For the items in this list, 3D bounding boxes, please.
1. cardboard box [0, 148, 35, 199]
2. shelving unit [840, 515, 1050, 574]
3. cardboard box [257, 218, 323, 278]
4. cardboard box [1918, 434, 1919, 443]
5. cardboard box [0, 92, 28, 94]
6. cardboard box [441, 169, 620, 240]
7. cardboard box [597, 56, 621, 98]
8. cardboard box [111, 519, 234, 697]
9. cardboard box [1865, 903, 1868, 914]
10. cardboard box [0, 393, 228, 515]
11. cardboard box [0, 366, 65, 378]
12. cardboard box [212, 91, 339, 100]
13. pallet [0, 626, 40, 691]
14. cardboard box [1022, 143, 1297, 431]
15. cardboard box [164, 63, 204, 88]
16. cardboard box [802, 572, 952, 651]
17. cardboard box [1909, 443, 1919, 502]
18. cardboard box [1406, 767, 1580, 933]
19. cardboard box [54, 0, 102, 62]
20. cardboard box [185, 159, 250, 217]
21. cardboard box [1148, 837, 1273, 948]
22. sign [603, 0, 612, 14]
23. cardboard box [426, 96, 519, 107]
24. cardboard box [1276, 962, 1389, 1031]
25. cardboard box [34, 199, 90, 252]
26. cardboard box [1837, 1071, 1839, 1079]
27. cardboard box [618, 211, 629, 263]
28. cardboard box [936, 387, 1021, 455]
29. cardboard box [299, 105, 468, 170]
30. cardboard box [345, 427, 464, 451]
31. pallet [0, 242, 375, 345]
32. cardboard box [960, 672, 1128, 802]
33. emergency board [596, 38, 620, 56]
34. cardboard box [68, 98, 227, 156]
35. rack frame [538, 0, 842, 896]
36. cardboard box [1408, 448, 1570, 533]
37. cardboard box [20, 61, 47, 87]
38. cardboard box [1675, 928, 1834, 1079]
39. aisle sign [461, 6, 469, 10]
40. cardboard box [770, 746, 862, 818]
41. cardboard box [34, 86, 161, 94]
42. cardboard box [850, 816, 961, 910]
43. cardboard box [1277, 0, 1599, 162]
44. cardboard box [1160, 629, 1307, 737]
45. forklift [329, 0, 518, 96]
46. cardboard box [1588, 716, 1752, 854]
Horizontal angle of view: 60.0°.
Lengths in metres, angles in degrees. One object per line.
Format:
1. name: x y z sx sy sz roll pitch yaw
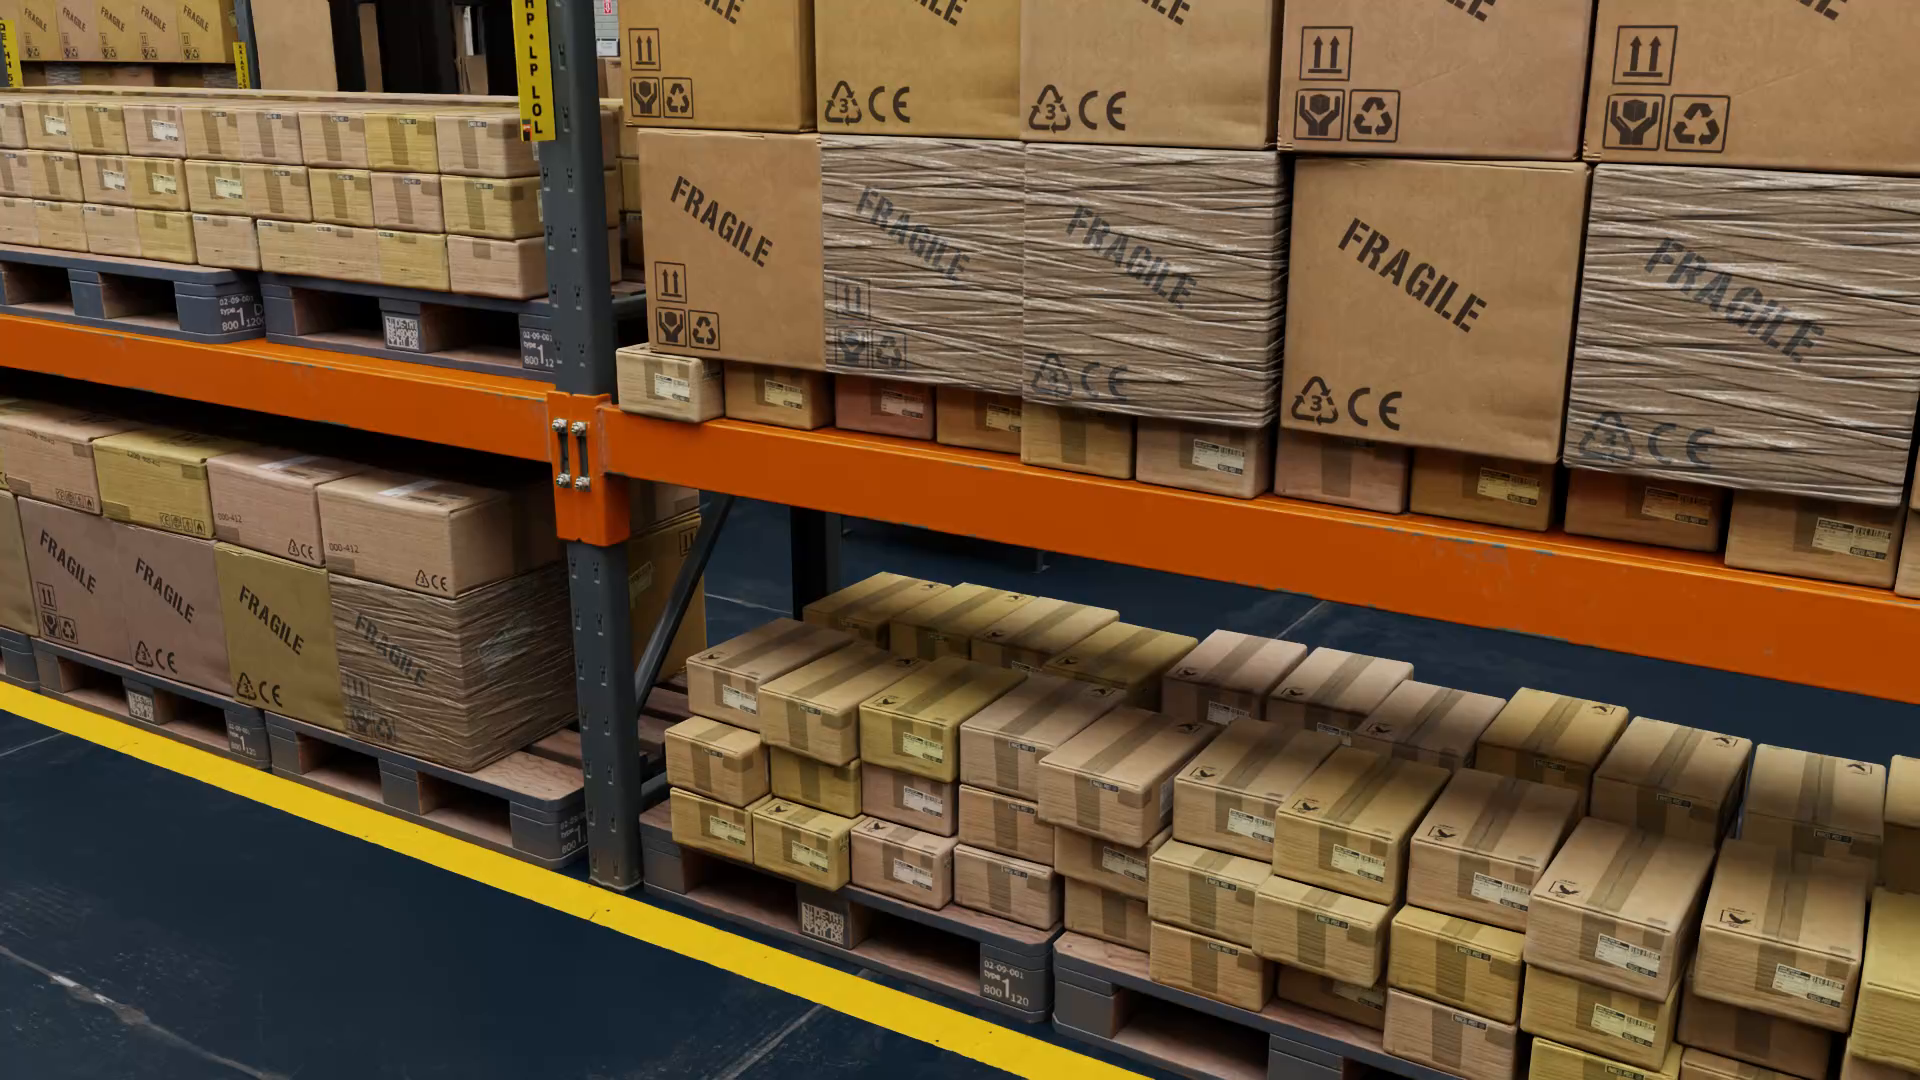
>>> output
1. cardboard box: -2.878 -1.194 5.347 0.250 0.149 0.380 10 20 30
2. shelving unit: 0.006 -0.537 7.214 1.048 1.125 0.538 10 20 30
3. cardboard box: -1.753 -0.850 4.729 0.250 0.149 0.380 9 19 27
4. cardboard box: 2.037 -0.436 2.971 0.500 0.500 0.500 10 20 30
5. cardboard box: -3.343 -1.419 5.578 0.250 0.149 0.380 10 20 30
6. cardboard box: -1.107 -0.877 4.305 0.250 0.149 0.380 11 20 32
7. cardboard box: -2.400 -2.845 10.691 0.500 0.500 0.700 14 22 38
8. cardboard box: -2.299 0.145 5.320 0.500 0.500 0.500 10 19 29
9. cardboard box: 1.811 0.707 3.564 0.250 0.149 0.380 11 20 32
10. cardboard box: -2.765 -0.294 5.476 0.500 0.250 0.500 10 20 30
11. cardboard box: -3.353 -0.575 6.402 0.500 0.250 0.500 10 19 29
12. cardboard box: -2.315 -1.458 5.706 0.250 0.149 0.380 11 20 33
13. pallet: -3.408 0.203 6.350 1.213 0.211 1.003 10 20 30
14. cardboard box: 0.461 -0.536 3.300 0.500 0.500 0.500 10 19 29
15. cardboard box: -5.558 -3.431 12.831 0.500 0.500 0.875 10 20 30
16. cardboard box: -0.225 0.226 4.636 0.250 0.149 0.380 11 20 32
17. cardboard box: 1.907 -0.132 3.088 0.250 0.149 0.380 11 20 33
18. cardboard box: 1.077 0.617 3.349 0.250 0.149 0.380 9 19 28
19. cardboard box: -6.604 -3.970 12.886 0.500 0.500 0.500 10 20 30
20. cardboard box: -1.998 -1.036 4.827 0.250 0.149 0.380 9 19 27
21. cardboard box: 0.599 0.701 3.584 0.250 0.149 0.380 10 20 30
22. sign: -6.535 -9.902 30.829 0.199 0.298 0.001 10 20 30
23. cardboard box: -1.429 -1.301 5.188 0.250 0.149 0.380 10 19 29
24. cardboard box: 0.868 0.864 3.558 0.250 0.149 0.380 11 20 32
25. cardboard box: -2.666 -1.012 5.262 0.250 0.149 0.380 10 20 31
26. cardboard box: 1.734 1.025 3.027 0.250 0.149 0.380 10 20 30
27. cardboard box: -0.999 -0.938 5.016 0.250 0.149 0.380 10 20 31
28. cardboard box: 0.148 -0.307 3.662 0.250 0.149 0.380 9 19 28
29. cardboard box: -1.557 -1.101 4.530 0.250 0.149 0.380 9 19 28
30. cardboard box: -1.611 -0.264 5.378 0.500 0.250 0.500 11 20 32
31. pallet: -2.365 -0.868 5.408 1.213 0.211 1.003 10 20 30
32. cardboard box: 0.200 0.457 3.875 0.250 0.149 0.380 10 19 29
33. emergency board: -6.581 -8.767 31.081 0.643 1.169 0.194 10 20 30
34. cardboard box: -2.449 -1.259 5.052 0.250 0.149 0.380 10 19 29
35. rack frame: -0.664 -0.642 4.335 0.127 3.000 1.000 10 20 30
36. cardboard box: 1.032 -0.147 3.137 0.250 0.149 0.380 11 20 31
37. cardboard box: -7.265 -3.734 13.829 0.500 0.500 0.875 10 20 30
38. cardboard box: 1.526 0.832 3.151 0.250 0.149 0.380 10 19 29
39. aisle sign: -5.522 -6.236 18.276 0.004 0.787 0.394 10 20 30
40. cardboard box: -0.260 0.529 4.149 0.250 0.149 0.380 10 20 30
41. cardboard box: -3.203 -1.616 6.227 0.250 0.149 0.380 10 19 29
42. cardboard box: -0.056 0.721 4.028 0.250 0.149 0.380 10 20 30
43. cardboard box: 0.892 -0.944 2.924 0.500 0.500 0.500 9 19 28
44. cardboard box: 0.689 0.368 4.167 0.250 0.149 0.380 9 19 27
45. forklift: -2.749 -1.778 8.192 3.031 2.935 1.130 8 19 25
46. cardboard box: 1.544 0.537 3.612 0.250 0.149 0.380 11 20 32
